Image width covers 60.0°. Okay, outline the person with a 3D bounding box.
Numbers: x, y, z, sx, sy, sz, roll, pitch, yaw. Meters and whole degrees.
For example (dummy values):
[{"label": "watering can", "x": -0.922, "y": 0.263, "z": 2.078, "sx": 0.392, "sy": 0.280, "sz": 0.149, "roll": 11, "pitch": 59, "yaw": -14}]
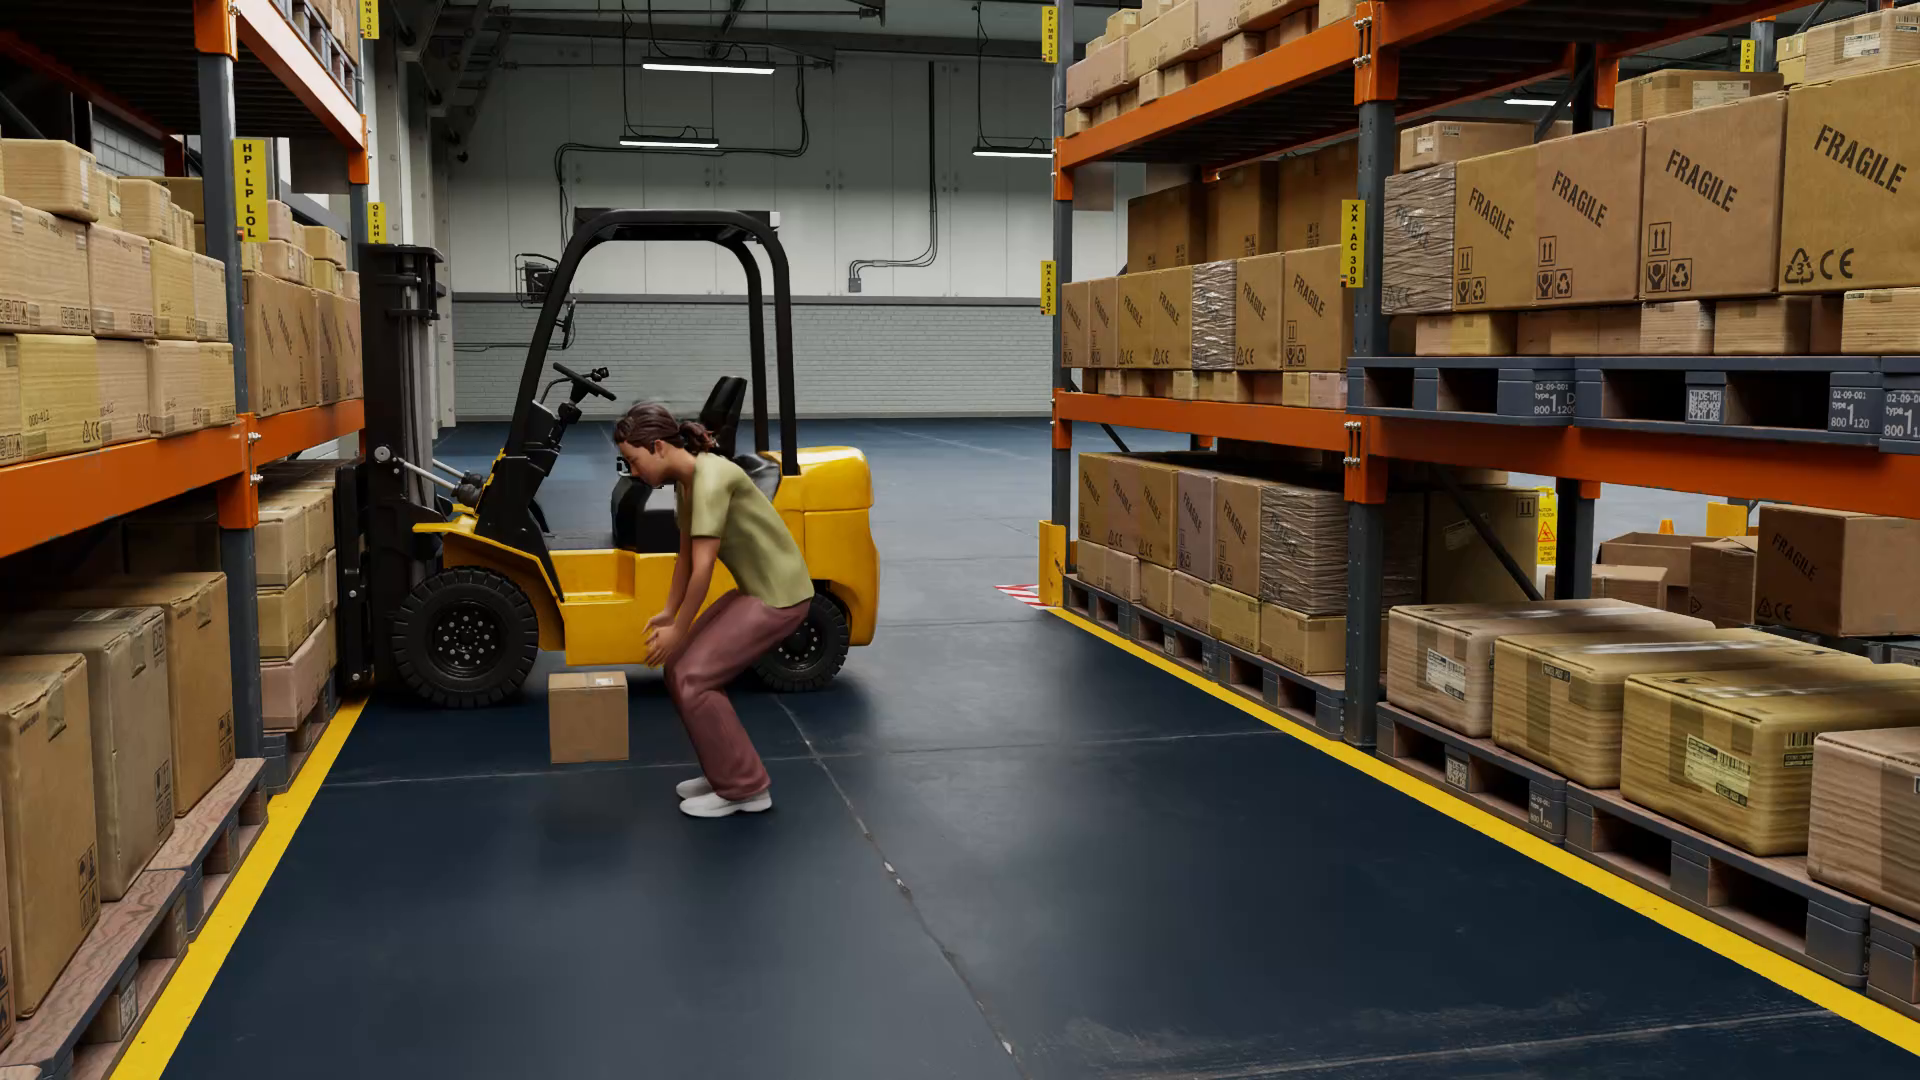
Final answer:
[{"label": "person", "x": -0.808, "y": 0.227, "z": 5.532, "sx": 0.650, "sy": 1.363, "sz": 0.511, "roll": -1, "pitch": 6, "yaw": -14}]
